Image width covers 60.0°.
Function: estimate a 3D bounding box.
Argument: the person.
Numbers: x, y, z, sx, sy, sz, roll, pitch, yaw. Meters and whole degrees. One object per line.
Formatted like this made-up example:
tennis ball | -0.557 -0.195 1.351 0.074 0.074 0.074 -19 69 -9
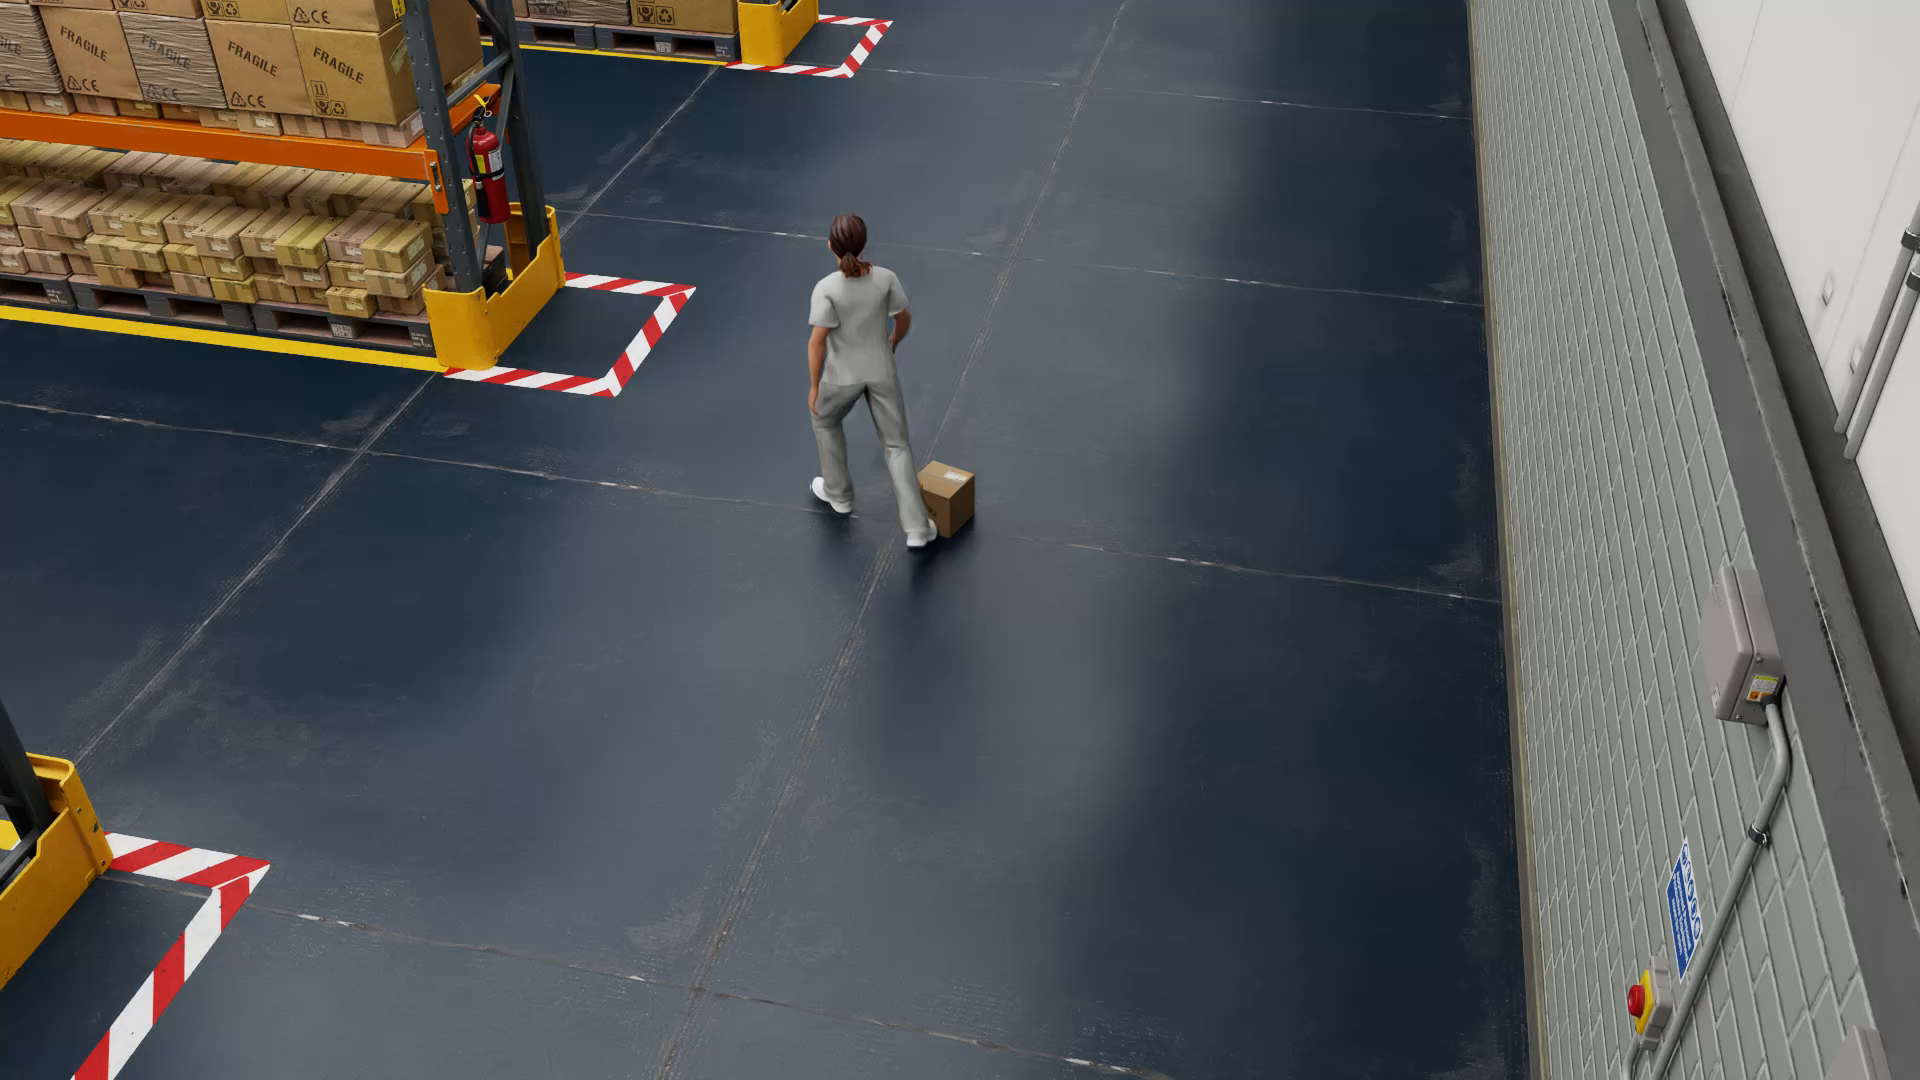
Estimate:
person | -0.445 -0.728 7.964 0.562 1.616 0.825 -10 38 -14
